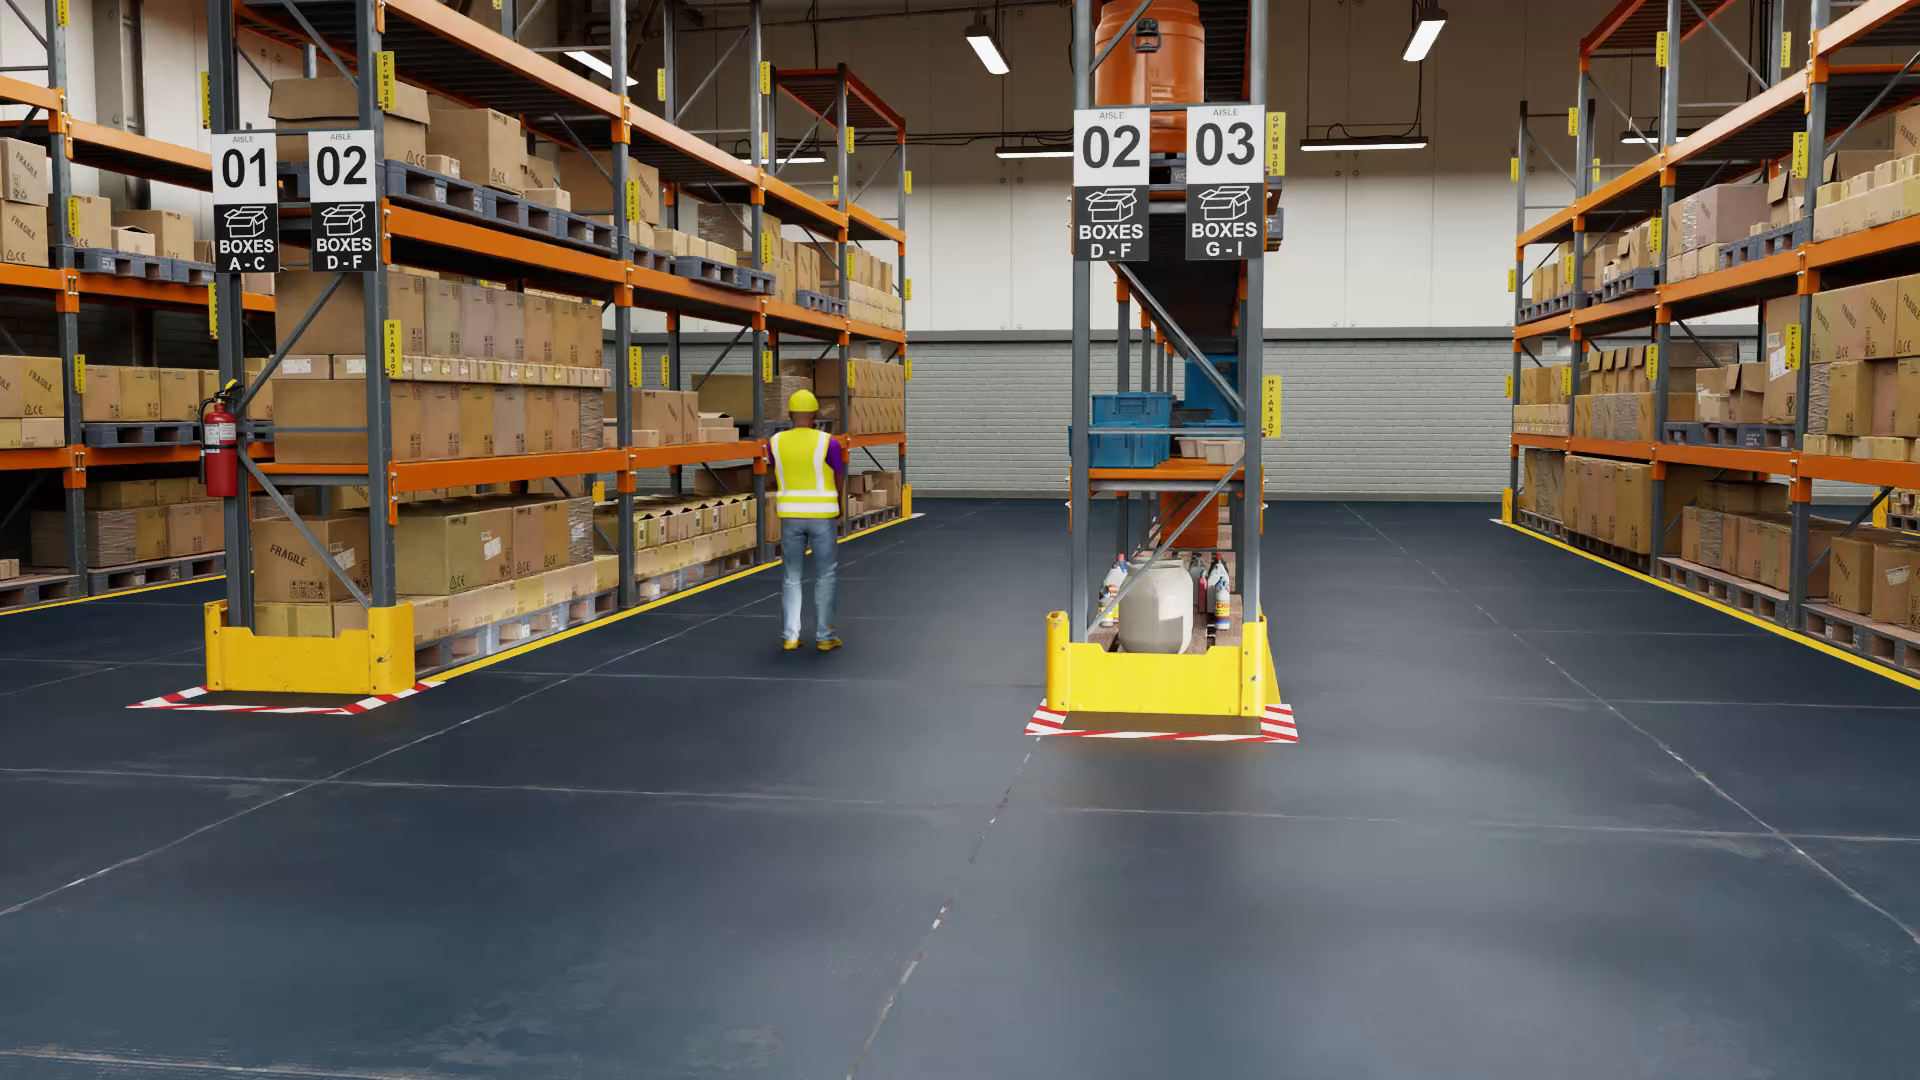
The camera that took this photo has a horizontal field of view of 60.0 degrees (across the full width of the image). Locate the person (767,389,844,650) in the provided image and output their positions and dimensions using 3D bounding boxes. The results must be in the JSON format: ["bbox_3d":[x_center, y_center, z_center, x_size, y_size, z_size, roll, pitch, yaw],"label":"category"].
[{"bbox_3d":[-1.029,-0.148,11.413,0.505,1.762,0.571,1,5,10],"label":"person"}]
